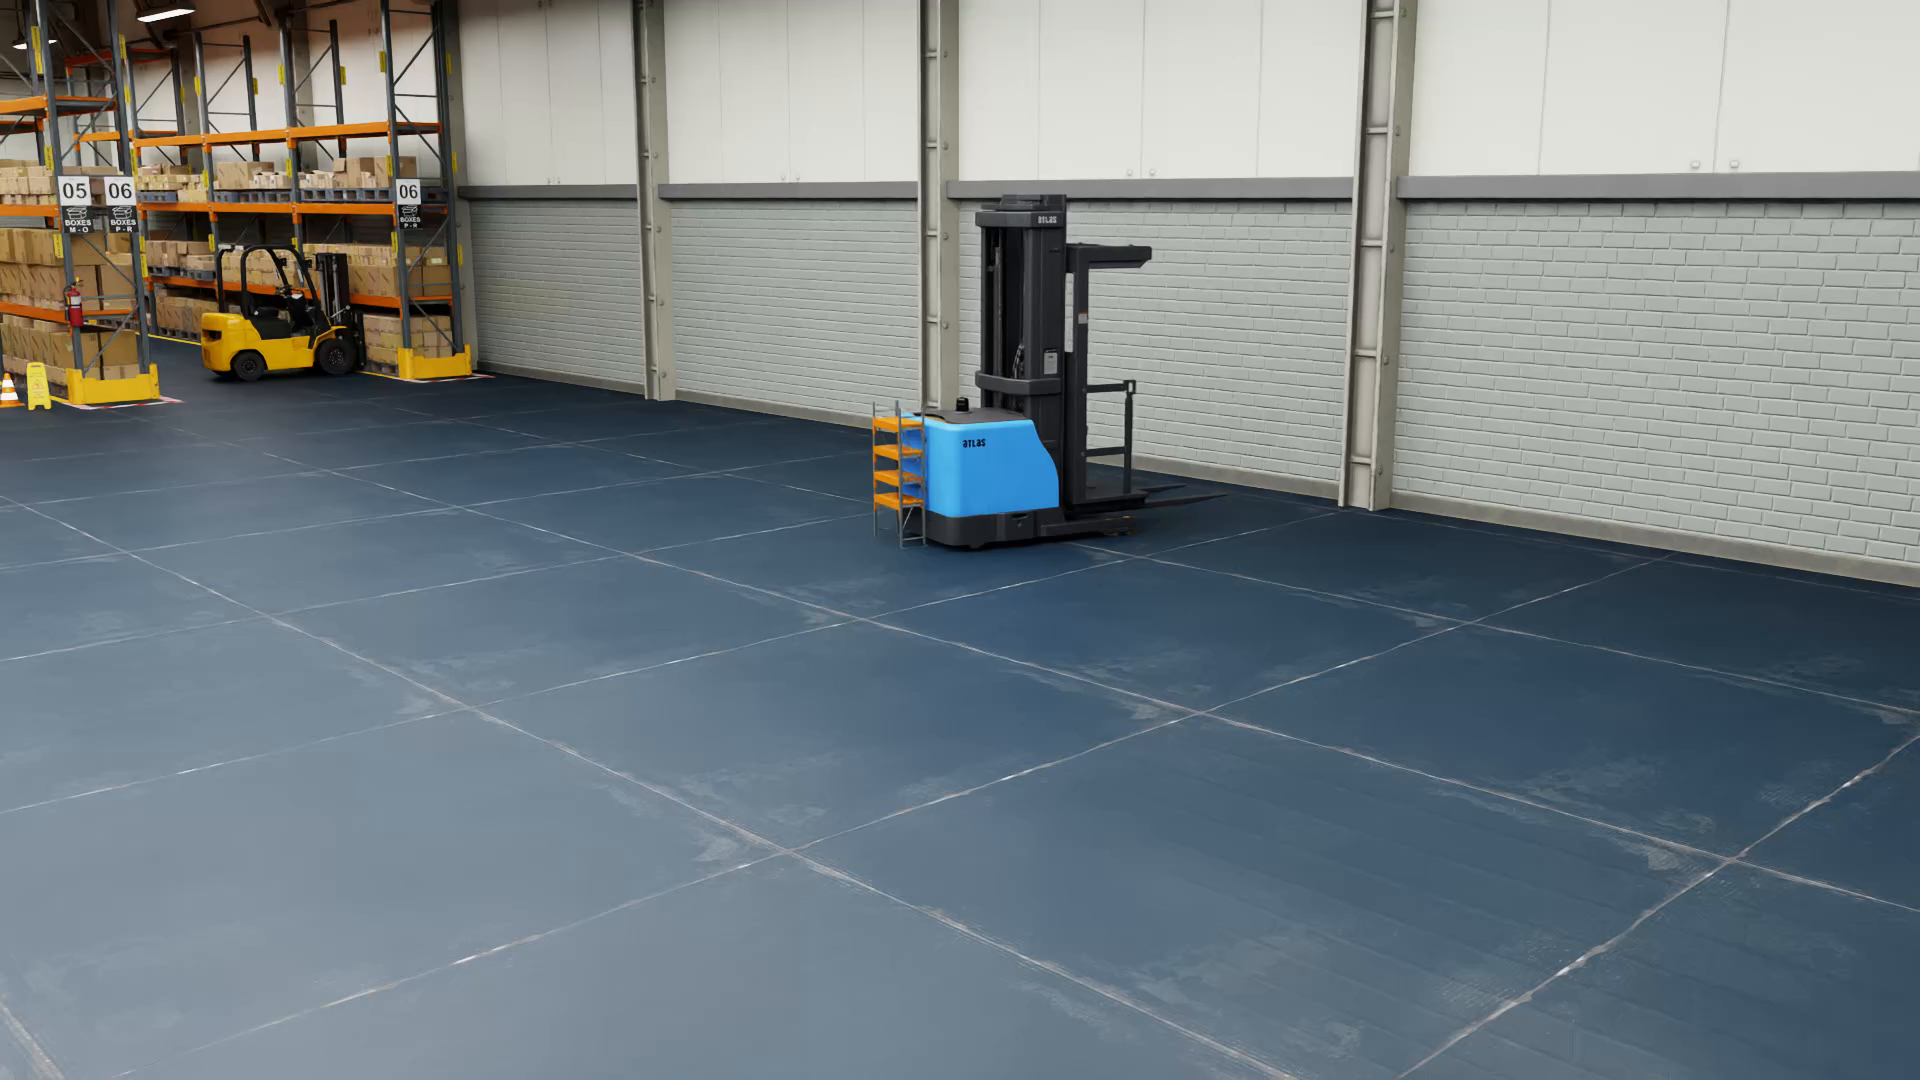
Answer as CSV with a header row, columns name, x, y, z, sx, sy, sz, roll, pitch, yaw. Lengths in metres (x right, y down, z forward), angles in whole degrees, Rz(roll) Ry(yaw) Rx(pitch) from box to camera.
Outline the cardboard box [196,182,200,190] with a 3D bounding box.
name,x,y,z,sx,sy,sz,roll,pitch,yaw
cardboard box,-14.986,-7.051,33.152,0.380,0.149,0.250,-10,16,-41

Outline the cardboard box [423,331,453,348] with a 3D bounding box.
name,x,y,z,sx,sy,sz,roll,pitch,yaw
cardboard box,-8.889,-3.393,27.983,0.500,0.250,0.500,-11,16,-42

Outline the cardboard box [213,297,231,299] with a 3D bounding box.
name,x,y,z,sx,sy,sz,roll,pitch,yaw
cardboard box,-15.306,-4.959,34.596,0.380,0.149,0.250,-11,16,-42

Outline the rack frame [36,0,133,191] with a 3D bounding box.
name,x,y,z,sx,sy,sz,roll,pitch,yaw
rack frame,-12.302,-6.438,23.359,1.000,3.000,0.127,-11,16,-43

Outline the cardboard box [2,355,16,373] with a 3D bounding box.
name,x,y,z,sx,sy,sz,roll,pitch,yaw
cardboard box,-14.852,-2.819,26.433,0.500,0.250,0.500,11,16,43

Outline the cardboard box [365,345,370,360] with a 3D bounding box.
name,x,y,z,sx,sy,sz,roll,pitch,yaw
cardboard box,-9.943,-3.224,28.398,0.500,0.250,0.500,-11,16,-42

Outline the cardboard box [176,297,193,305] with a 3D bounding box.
name,x,y,z,sx,sy,sz,roll,pitch,yaw
cardboard box,-16.169,-5.008,34.830,0.380,0.149,0.250,-11,16,-43

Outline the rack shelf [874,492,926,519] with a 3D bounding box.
name,x,y,z,sx,sy,sz,roll,pitch,yaw
rack shelf,-0.518,-0.302,14.217,0.258,0.148,0.480,-7,13,-28

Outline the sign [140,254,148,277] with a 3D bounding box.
name,x,y,z,sx,sy,sz,roll,pitch,yaw
sign,-11.910,-3.999,24.244,0.100,0.325,0.005,-11,16,-43

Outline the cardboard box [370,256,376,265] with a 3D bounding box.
name,x,y,z,sx,sy,sz,roll,pitch,yaw
cardboard box,-9.652,-4.687,27.875,0.380,0.149,0.250,-11,16,-43

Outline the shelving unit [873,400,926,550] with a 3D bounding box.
name,x,y,z,sx,sy,sz,roll,pitch,yaw
shelving unit,-0.519,-0.562,14.163,0.258,1.200,0.503,-7,13,-28

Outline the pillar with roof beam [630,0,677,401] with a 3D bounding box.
name,x,y,z,sx,sy,sz,roll,pitch,yaw
pillar with roof beam,-7.514,-5.882,20.660,9.100,9.000,0.400,-11,16,-43

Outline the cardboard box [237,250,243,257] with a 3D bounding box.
name,x,y,z,sx,sy,sz,roll,pitch,yaw
cardboard box,-13.661,-5.530,31.962,0.380,0.149,0.250,-11,16,-42

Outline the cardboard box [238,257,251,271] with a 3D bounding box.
name,x,y,z,sx,sy,sz,roll,pitch,yaw
cardboard box,-13.416,-5.280,31.738,0.500,0.250,0.500,11,16,44

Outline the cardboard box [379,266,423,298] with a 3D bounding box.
name,x,y,z,sx,sy,sz,roll,pitch,yaw
cardboard box,-9.244,-4.276,27.486,0.500,0.500,0.500,-11,16,-44

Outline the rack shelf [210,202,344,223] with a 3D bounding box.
name,x,y,z,sx,sy,sz,roll,pitch,yaw
rack shelf,-12.858,-6.184,31.345,1.077,0.370,4.000,-11,16,-43

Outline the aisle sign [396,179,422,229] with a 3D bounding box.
name,x,y,z,sx,sy,sz,roll,pitch,yaw
aisle sign,-8.882,-5.415,26.817,0.394,0.787,0.004,-11,16,-43

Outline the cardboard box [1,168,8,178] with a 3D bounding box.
name,x,y,z,sx,sy,sz,roll,pitch,yaw
cardboard box,-14.336,-5.584,25.293,0.250,0.149,0.380,11,16,43

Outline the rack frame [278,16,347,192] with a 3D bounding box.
name,x,y,z,sx,sy,sz,roll,pitch,yaw
rack frame,-11.477,-7.714,29.553,1.000,3.000,0.127,-11,16,-43

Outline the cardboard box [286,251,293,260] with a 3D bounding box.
name,x,y,z,sx,sy,sz,roll,pitch,yaw
cardboard box,-12.065,-5.196,30.345,0.380,0.149,0.250,-11,16,-43

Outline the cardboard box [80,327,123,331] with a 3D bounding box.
name,x,y,z,sx,sy,sz,roll,pitch,yaw
cardboard box,-13.040,-2.961,25.266,0.500,0.500,0.500,11,16,43

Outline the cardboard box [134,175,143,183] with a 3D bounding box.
name,x,y,z,sx,sy,sz,roll,pitch,yaw
cardboard box,-17.112,-7.585,34.957,0.380,0.149,0.250,-10,15,-41

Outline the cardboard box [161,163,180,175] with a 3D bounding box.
name,x,y,z,sx,sy,sz,roll,pitch,yaw
cardboard box,-16.741,-7.857,35.253,0.396,0.266,0.258,-11,16,-43

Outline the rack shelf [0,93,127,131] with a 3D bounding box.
name,x,y,z,sx,sy,sz,roll,pitch,yaw
rack shelf,-13.683,-6.376,24.849,1.077,0.370,4.000,-11,16,-43

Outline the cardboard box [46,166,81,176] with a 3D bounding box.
name,x,y,z,sx,sy,sz,roll,pitch,yaw
cardboard box,-12.749,-5.245,23.647,0.380,0.149,0.250,-11,16,-42

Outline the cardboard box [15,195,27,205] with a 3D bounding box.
name,x,y,z,sx,sy,sz,roll,pitch,yaw
cardboard box,-13.844,-5.077,24.809,0.380,0.149,0.250,-11,16,-43

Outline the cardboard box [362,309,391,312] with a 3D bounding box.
name,x,y,z,sx,sy,sz,roll,pitch,yaw
cardboard box,-10.297,-3.932,29.358,0.500,0.250,0.500,-11,16,-42

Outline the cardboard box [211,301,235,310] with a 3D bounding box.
name,x,y,z,sx,sy,sz,roll,pitch,yaw
cardboard box,-14.763,-4.695,33.315,0.250,0.149,0.380,11,16,42

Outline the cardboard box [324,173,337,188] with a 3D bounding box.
name,x,y,z,sx,sy,sz,roll,pitch,yaw
cardboard box,-10.672,-6.175,28.560,0.258,0.266,0.396,11,16,44

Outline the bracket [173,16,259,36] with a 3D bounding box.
name,x,y,z,sx,sy,sz,roll,pitch,yaw
bracket,-15.010,-10.383,33.588,0.076,0.066,4.783,-11,16,-43

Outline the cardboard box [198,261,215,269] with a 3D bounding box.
name,x,y,z,sx,sy,sz,roll,pitch,yaw
cardboard box,-14.970,-5.485,33.180,0.380,0.149,0.250,-11,16,-42

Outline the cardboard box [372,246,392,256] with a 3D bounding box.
name,x,y,z,sx,sy,sz,roll,pitch,yaw
cardboard box,-9.626,-4.840,27.878,0.380,0.149,0.250,-11,16,-42

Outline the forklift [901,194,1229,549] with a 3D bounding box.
name,x,y,z,sx,sy,sz,roll,pitch,yaw
forklift,0.997,-1.550,14.671,3.031,2.935,1.130,-6,13,-28

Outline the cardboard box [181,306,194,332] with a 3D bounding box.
name,x,y,z,sx,sy,sz,roll,pitch,yaw
cardboard box,-15.760,-4.596,34.441,0.500,0.500,0.500,11,16,43

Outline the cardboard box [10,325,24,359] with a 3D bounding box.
name,x,y,z,sx,sy,sz,roll,pitch,yaw
cardboard box,-14.474,-3.110,25.986,0.500,0.500,0.500,-10,15,-40

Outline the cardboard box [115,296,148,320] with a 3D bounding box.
name,x,y,z,sx,sy,sz,roll,pitch,yaw
cardboard box,-18.848,-5.276,37.739,0.700,0.500,0.500,-10,15,-40

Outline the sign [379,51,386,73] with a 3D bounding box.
name,x,y,z,sx,sy,sz,roll,pitch,yaw
sign,-9.117,-7.553,26.260,0.100,0.325,0.005,-11,16,-43

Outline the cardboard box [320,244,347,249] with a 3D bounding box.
name,x,y,z,sx,sy,sz,roll,pitch,yaw
cardboard box,-11.043,-5.139,29.327,0.380,0.149,0.250,-11,16,-44

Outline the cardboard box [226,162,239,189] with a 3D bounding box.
name,x,y,z,sx,sy,sz,roll,pitch,yaw
cardboard box,-13.494,-6.933,31.659,0.700,0.500,0.500,-11,16,-44

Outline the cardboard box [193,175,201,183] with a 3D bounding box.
name,x,y,z,sx,sy,sz,roll,pitch,yaw
cardboard box,-15.016,-7.190,33.089,0.250,0.149,0.380,11,16,43

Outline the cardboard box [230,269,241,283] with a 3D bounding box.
name,x,y,z,sx,sy,sz,roll,pitch,yaw
cardboard box,-13.766,-5.113,32.168,0.500,0.250,0.500,-11,16,-44

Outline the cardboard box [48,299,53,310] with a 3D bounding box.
name,x,y,z,sx,sy,sz,roll,pitch,yaw
cardboard box,-13.132,-3.463,24.411,0.380,0.149,0.250,-11,16,-44

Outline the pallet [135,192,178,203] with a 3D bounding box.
name,x,y,z,sx,sy,sz,roll,pitch,yaw
pallet,-16.602,-7.215,35.032,1.213,0.211,1.003,-11,16,-43

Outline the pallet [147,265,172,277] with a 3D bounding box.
name,x,y,z,sx,sy,sz,roll,pitch,yaw
pallet,-16.529,-5.717,35.205,1.003,0.211,1.213,-11,16,-43

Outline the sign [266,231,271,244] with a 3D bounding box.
name,x,y,z,sx,sy,sz,roll,pitch,yaw
sign,-13.840,-6.004,33.253,0.100,0.325,0.005,-11,16,-43

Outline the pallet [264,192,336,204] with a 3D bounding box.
name,x,y,z,sx,sy,sz,roll,pitch,yaw
pallet,-12.095,-6.278,30.491,1.217,0.209,0.805,11,16,43

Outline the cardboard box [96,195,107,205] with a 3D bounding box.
name,x,y,z,sx,sy,sz,roll,pitch,yaw
cardboard box,-12.296,-4.939,24.142,0.380,0.149,0.250,-11,16,-42

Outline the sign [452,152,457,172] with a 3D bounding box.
name,x,y,z,sx,sy,sz,roll,pitch,yaw
sign,-8.309,-6.204,27.297,0.100,0.325,0.005,-11,16,-43

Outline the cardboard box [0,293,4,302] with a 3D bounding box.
name,x,y,z,sx,sy,sz,roll,pitch,yaw
cardboard box,-15.079,-3.870,26.383,0.380,0.149,0.250,-11,16,-43

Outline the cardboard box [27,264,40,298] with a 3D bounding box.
name,x,y,z,sx,sy,sz,roll,pitch,yaw
cardboard box,-13.562,-3.882,24.837,0.500,0.500,0.500,-11,16,-43
